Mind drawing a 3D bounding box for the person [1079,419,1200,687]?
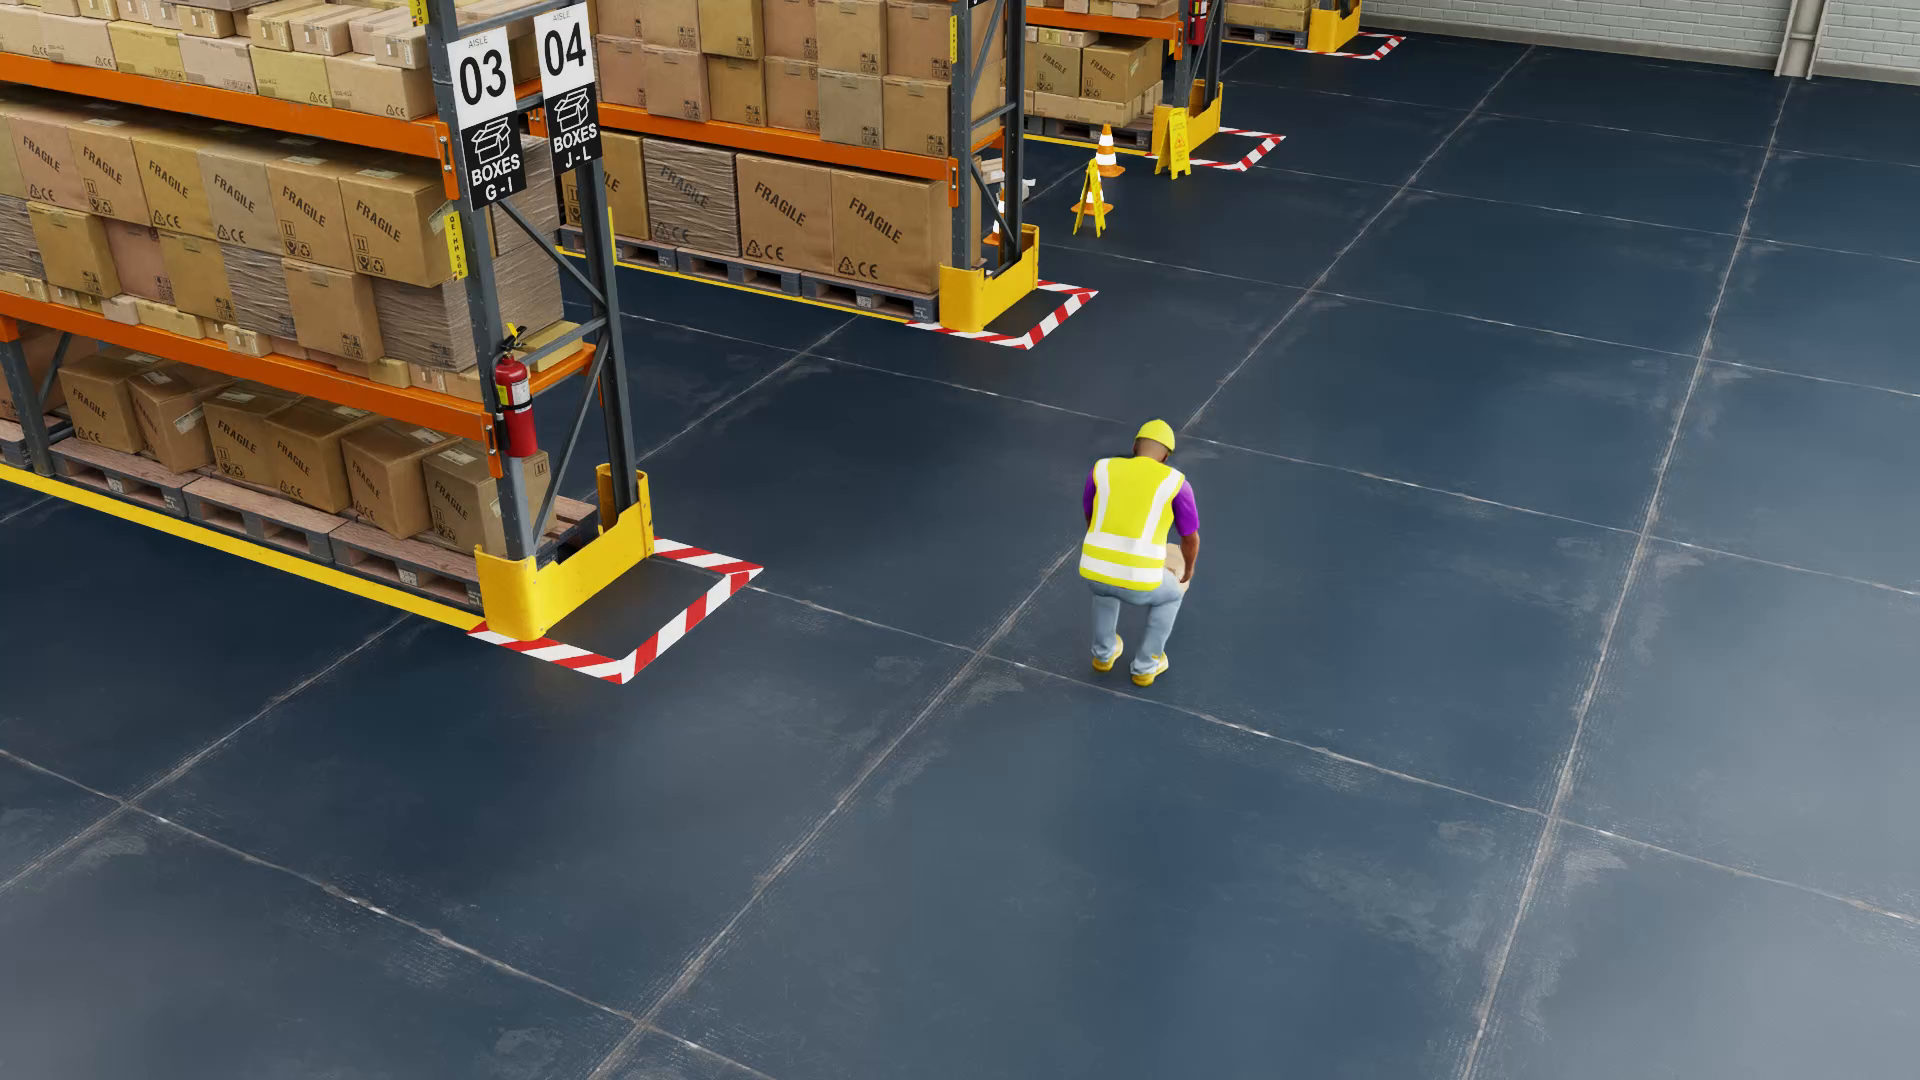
[{"bbox_3d":[0.883,0.076,8.619,0.628,1.288,0.813,14,33,23],"label":"person"}]
